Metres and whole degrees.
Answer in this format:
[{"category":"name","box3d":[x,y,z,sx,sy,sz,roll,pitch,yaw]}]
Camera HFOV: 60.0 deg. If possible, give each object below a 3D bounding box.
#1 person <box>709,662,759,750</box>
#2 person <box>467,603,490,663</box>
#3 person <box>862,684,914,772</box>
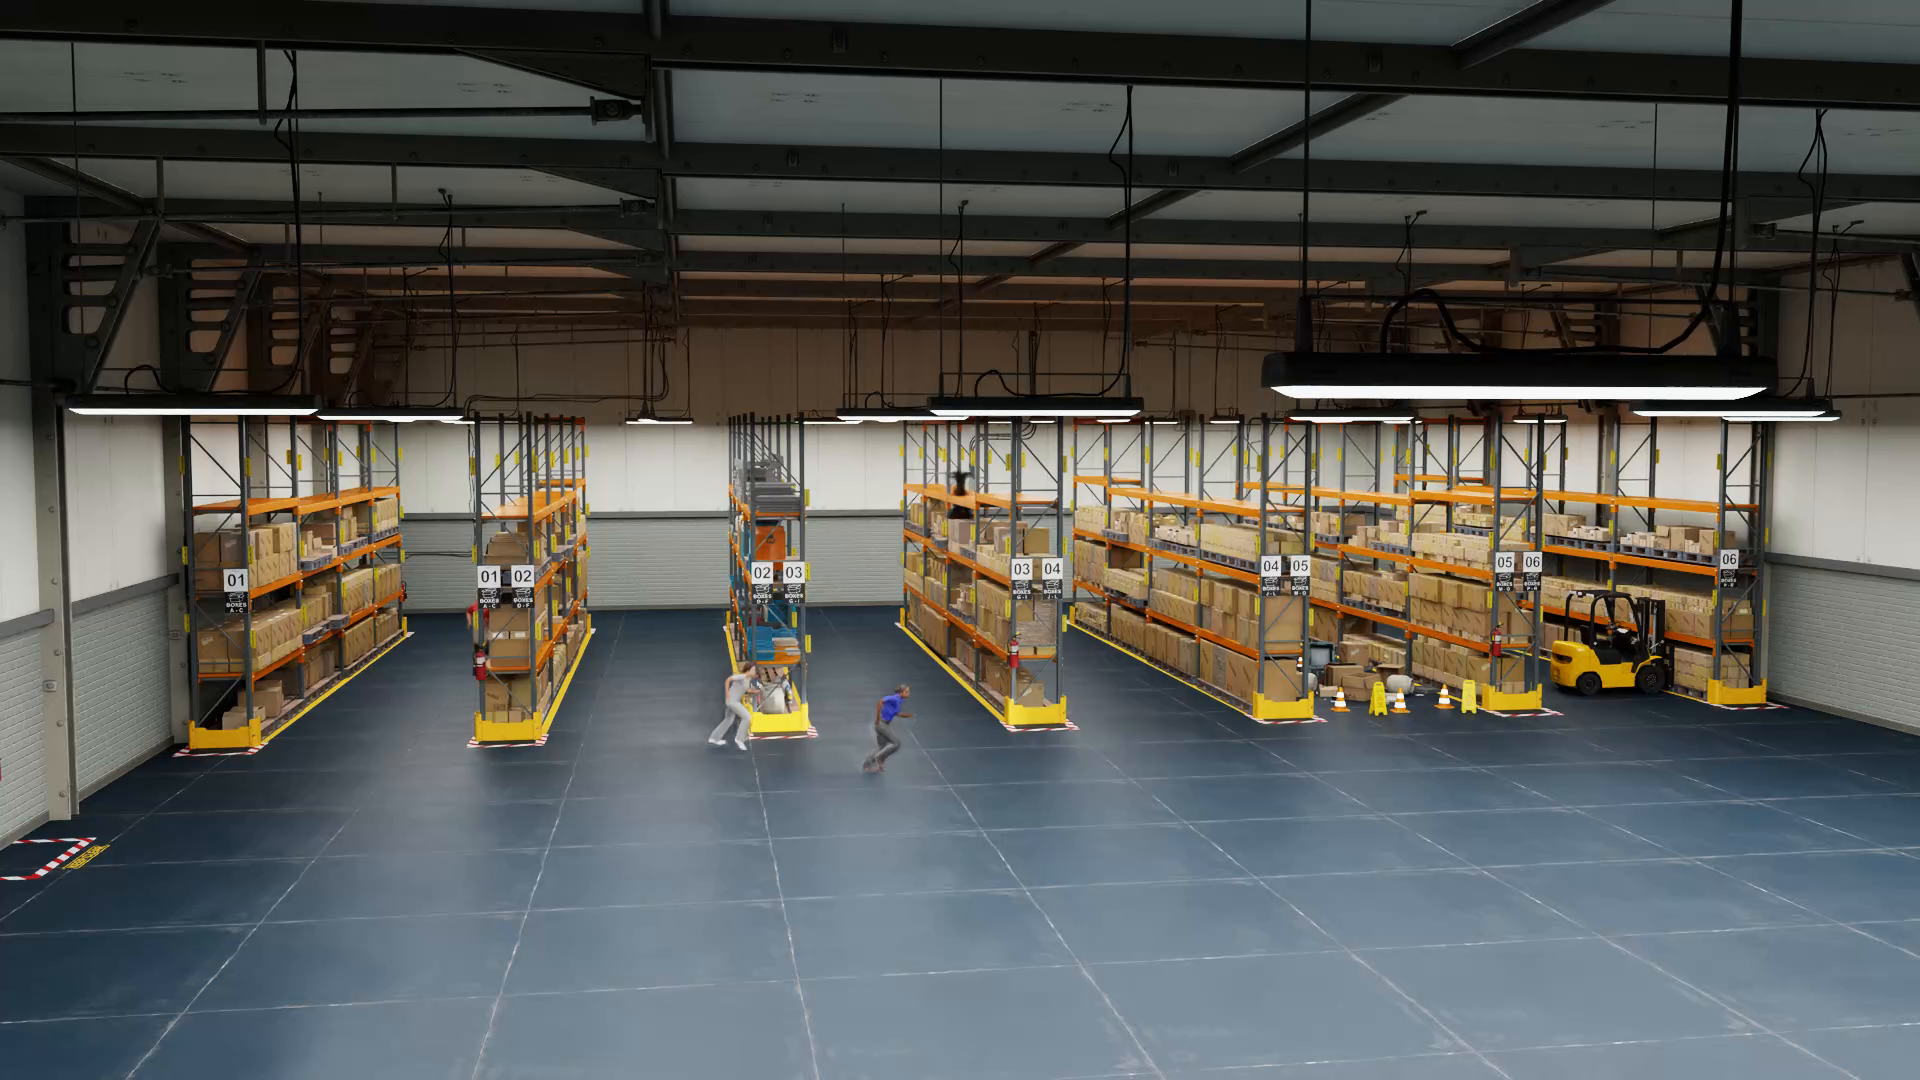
[{"category":"person","box3d":[-4.032,2.954,29.525,0.949,1.594,0.608,1,4,13]},{"category":"person","box3d":[-11.568,2.140,40.121,0.663,1.699,0.652,-1,4,-13]},{"category":"person","box3d":[-1.197,3.107,27.425,0.888,1.486,0.606,1,4,8]}]
